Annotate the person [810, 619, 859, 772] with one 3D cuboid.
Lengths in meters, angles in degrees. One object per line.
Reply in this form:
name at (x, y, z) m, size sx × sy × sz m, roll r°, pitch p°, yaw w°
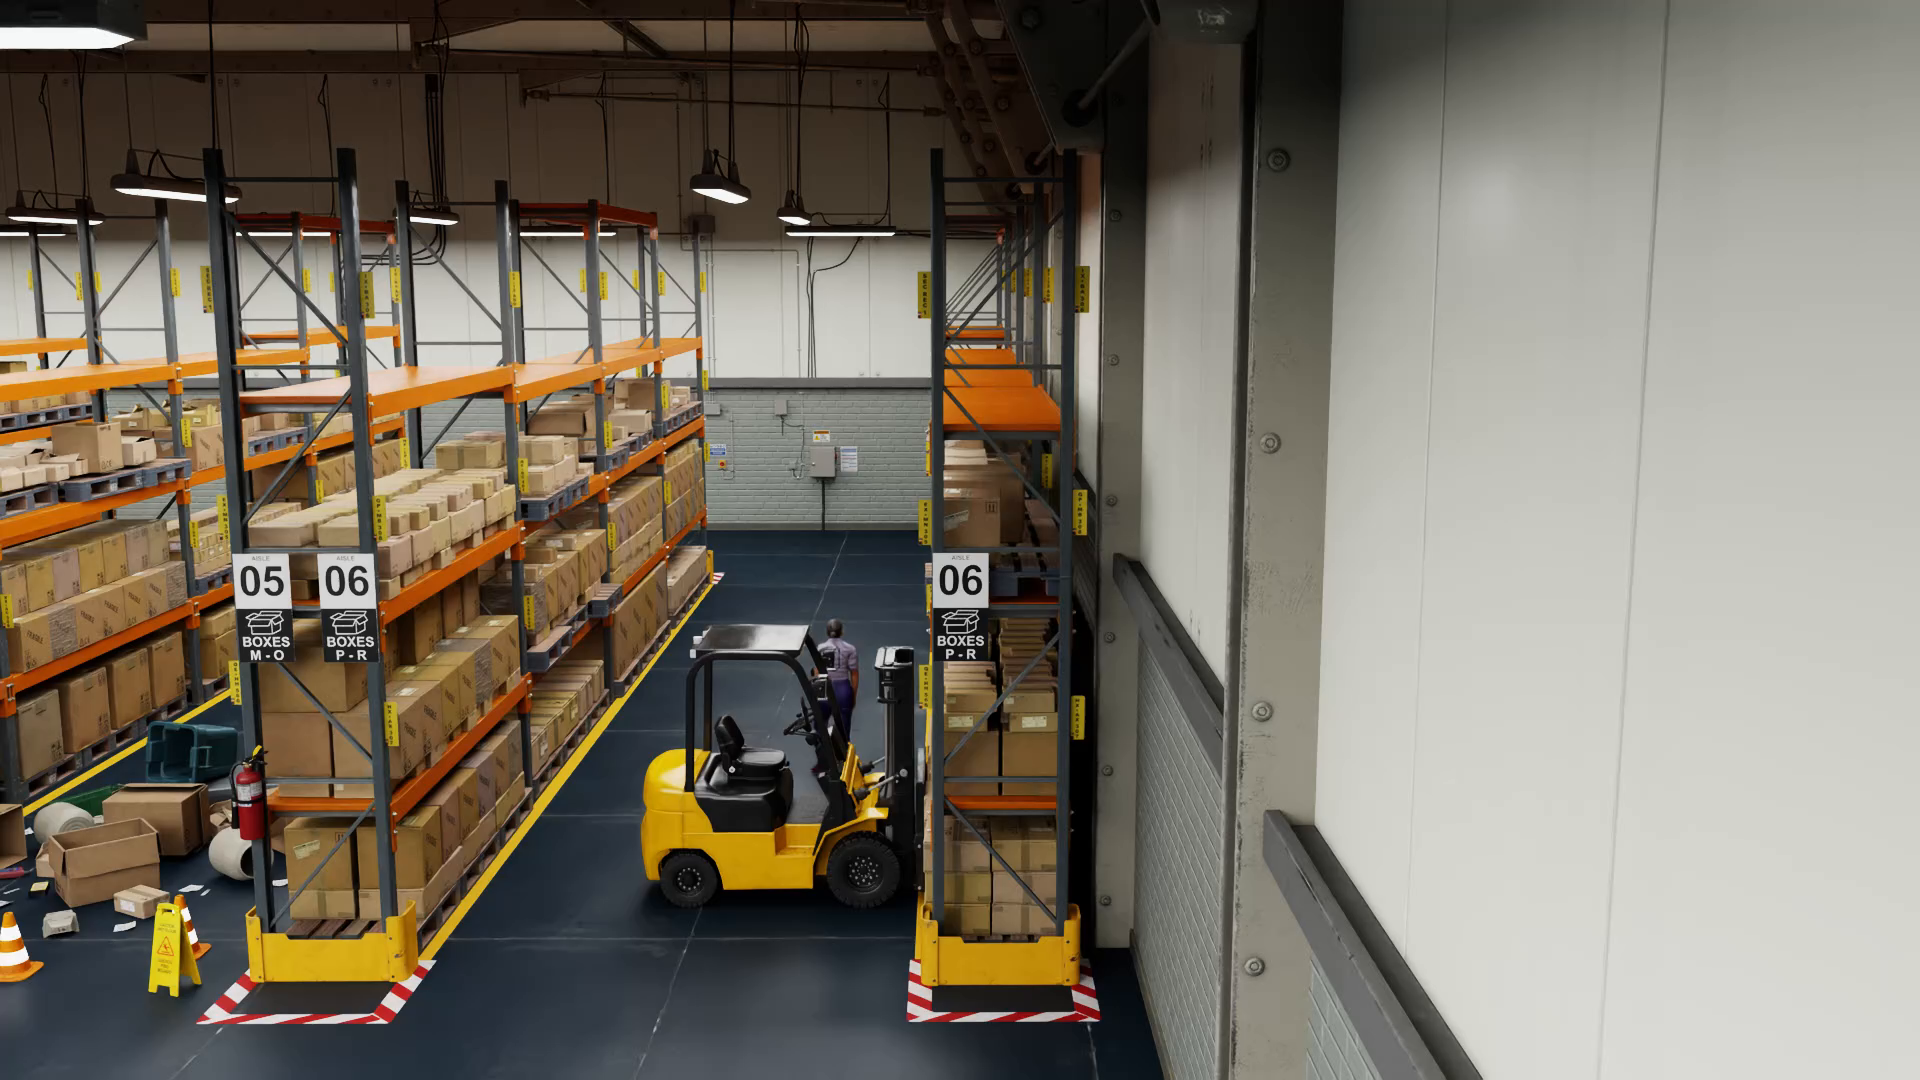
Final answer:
person at (-1.289, 1.665, 17.166) m, size 0.516 × 1.669 × 0.620 m, roll -2°, pitch 9°, yaw -13°
